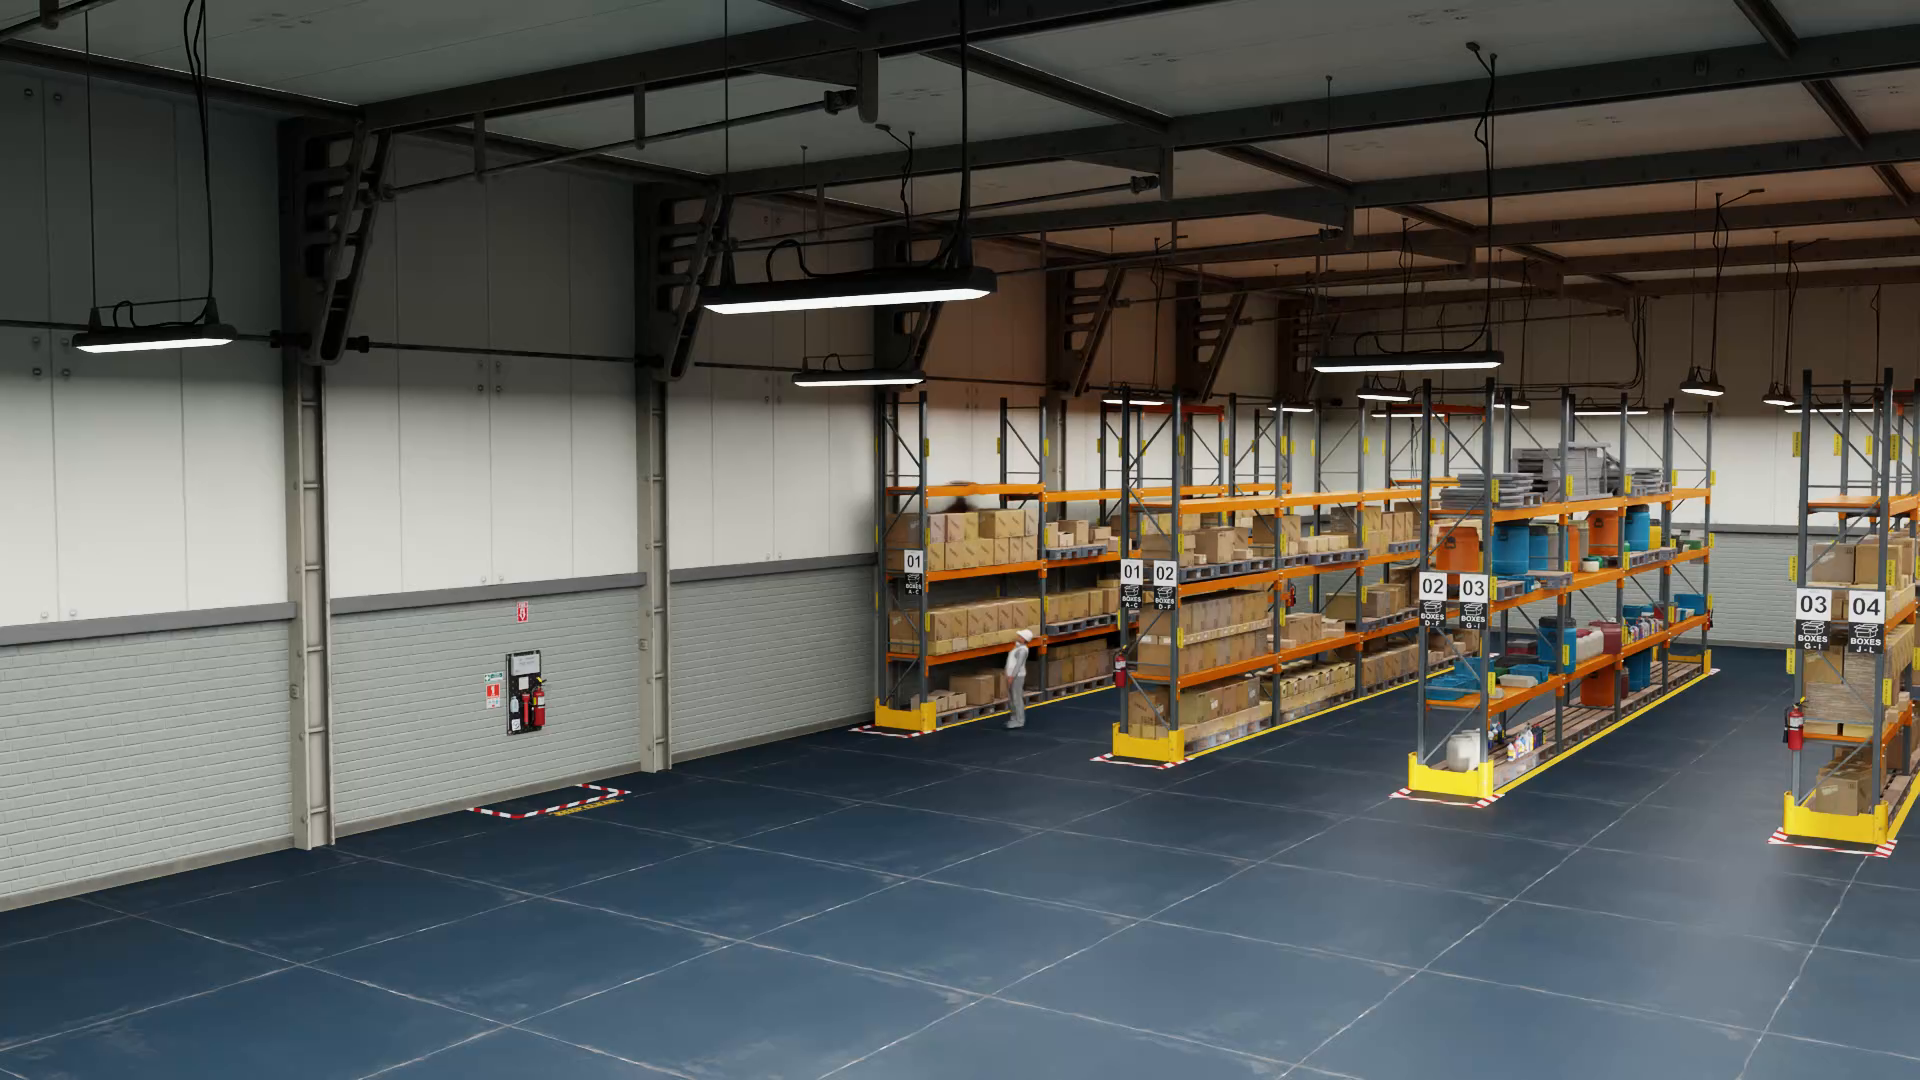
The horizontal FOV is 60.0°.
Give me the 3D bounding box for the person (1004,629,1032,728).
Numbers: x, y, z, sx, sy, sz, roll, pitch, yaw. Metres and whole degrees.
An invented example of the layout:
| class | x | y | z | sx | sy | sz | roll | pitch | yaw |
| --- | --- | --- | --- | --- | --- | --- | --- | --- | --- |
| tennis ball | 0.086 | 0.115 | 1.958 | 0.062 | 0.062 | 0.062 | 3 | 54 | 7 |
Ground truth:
| class | x | y | z | sx | sy | sz | roll | pitch | yaw |
| --- | --- | --- | --- | --- | --- | --- | --- | --- | --- |
| person | 1.014 | 2.471 | 29.889 | 0.525 | 1.743 | 0.570 | -1 | 3 | -17 |
